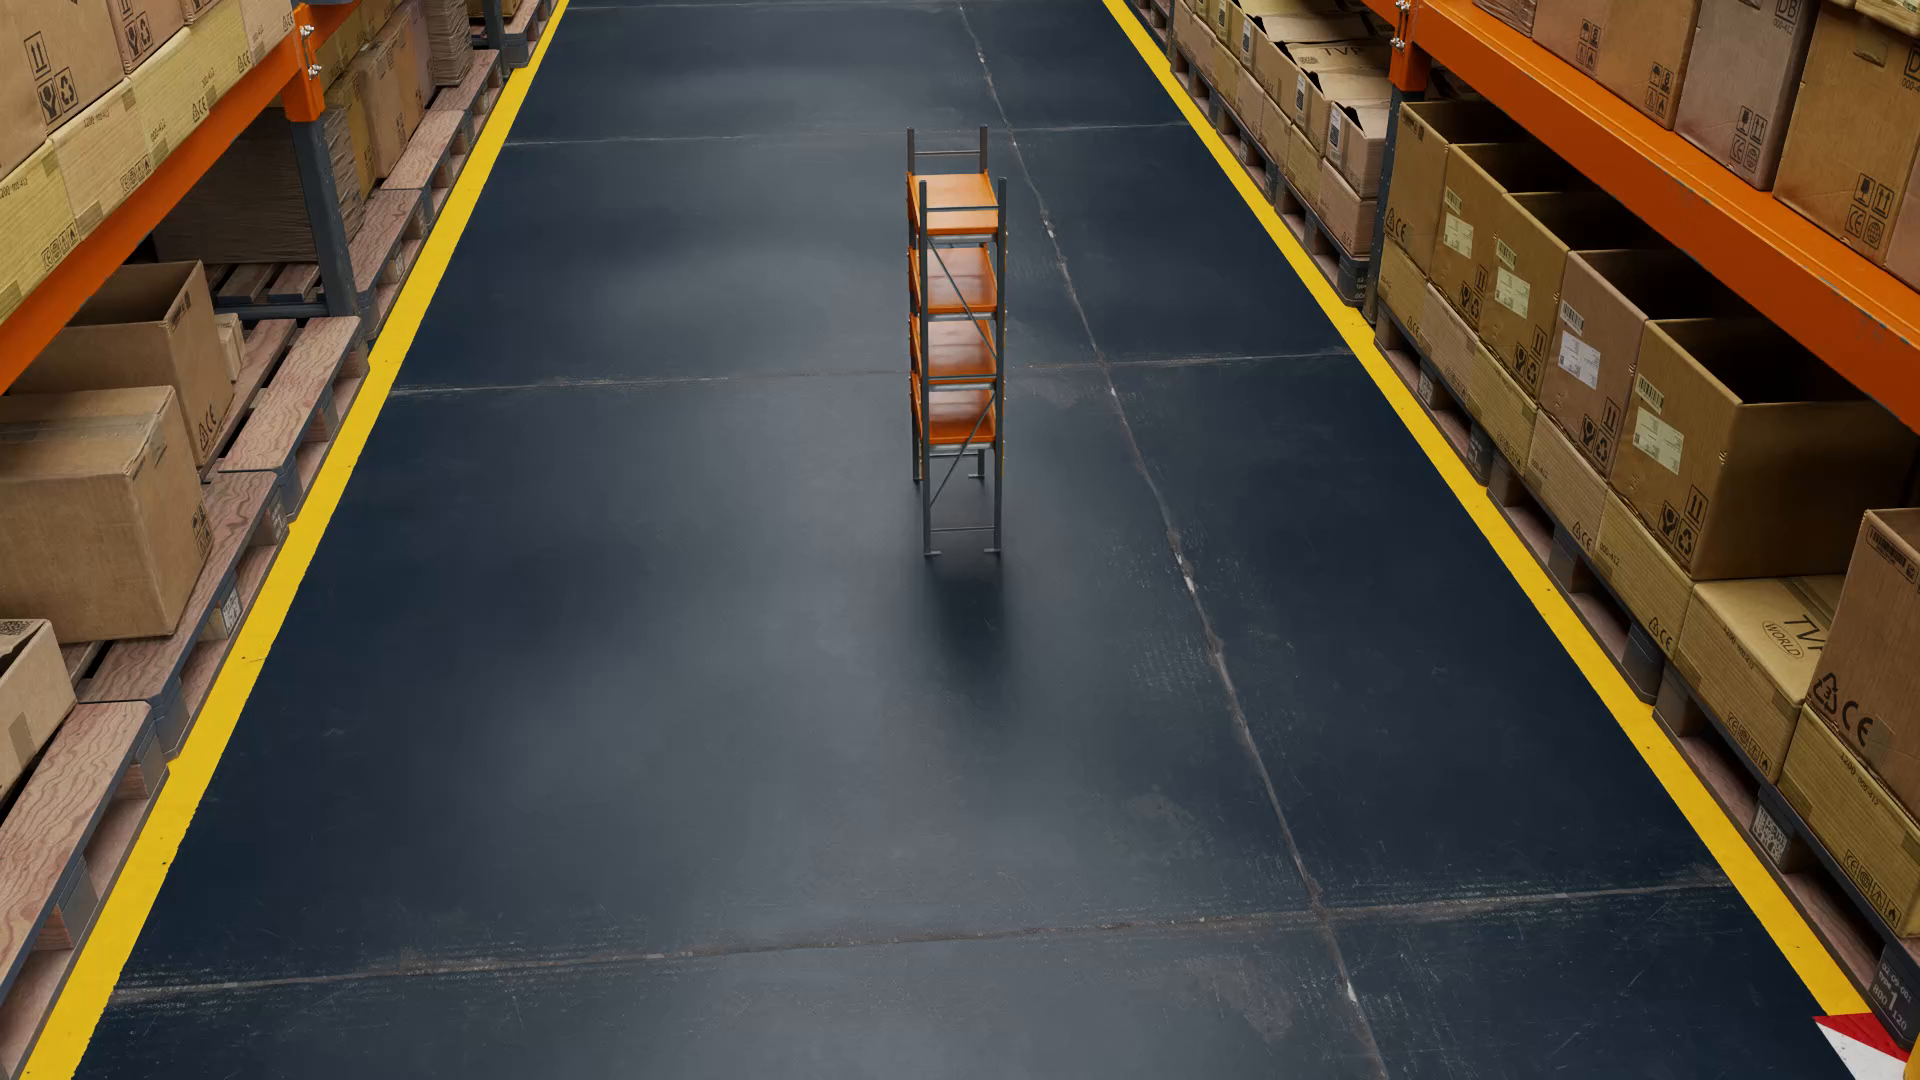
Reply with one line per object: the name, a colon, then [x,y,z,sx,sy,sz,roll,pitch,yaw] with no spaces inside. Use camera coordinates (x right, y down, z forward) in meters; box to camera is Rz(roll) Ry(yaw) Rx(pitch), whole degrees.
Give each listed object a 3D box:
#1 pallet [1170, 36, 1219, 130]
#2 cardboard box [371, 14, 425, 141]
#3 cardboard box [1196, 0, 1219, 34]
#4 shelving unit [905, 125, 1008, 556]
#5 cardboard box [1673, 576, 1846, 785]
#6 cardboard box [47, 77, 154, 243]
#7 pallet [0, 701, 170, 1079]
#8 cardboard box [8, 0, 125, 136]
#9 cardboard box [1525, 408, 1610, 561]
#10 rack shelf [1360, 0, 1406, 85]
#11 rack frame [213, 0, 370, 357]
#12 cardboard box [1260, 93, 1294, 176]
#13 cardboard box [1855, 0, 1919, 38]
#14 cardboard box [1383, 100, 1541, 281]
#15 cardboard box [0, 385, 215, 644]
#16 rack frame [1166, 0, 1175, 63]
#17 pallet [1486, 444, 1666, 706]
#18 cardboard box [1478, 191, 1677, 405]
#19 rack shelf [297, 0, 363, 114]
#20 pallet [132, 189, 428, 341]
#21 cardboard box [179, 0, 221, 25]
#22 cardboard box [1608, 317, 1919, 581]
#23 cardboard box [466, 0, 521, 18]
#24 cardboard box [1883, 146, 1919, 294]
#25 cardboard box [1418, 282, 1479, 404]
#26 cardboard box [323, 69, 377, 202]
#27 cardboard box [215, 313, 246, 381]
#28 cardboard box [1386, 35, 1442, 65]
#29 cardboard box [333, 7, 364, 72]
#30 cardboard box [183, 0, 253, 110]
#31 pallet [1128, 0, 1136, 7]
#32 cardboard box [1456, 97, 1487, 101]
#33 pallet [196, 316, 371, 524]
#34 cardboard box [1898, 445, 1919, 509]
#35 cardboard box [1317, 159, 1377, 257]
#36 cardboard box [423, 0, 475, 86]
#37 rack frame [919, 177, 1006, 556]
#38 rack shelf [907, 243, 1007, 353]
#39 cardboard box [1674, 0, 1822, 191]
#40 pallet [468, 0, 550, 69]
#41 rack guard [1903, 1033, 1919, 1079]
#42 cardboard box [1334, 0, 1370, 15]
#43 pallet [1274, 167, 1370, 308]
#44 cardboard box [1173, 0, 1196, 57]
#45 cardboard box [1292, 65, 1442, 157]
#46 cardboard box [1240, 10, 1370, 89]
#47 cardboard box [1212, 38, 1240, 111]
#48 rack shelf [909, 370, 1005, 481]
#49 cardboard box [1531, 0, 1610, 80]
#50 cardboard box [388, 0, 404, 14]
pallet: [1.807,-2.622,9.434,1.003,0.211,1.213,-3,31,-5]
cardboard box: [-3.037,-2.232,8.070,0.700,0.500,0.500,-3,31,-5]
cardboard box: [1.583,-2.933,8.959,0.500,0.311,0.500,-3,31,-6]
shelving unit: [-0.015,-0.600,5.084,0.258,1.200,0.503,-3,31,-5]
cardboard box: [2.113,0.329,4.046,0.500,0.250,0.500,-3,31,-5]
cardboard box: [-2.294,-0.909,3.974,0.500,0.250,0.500,-2,31,-4]
pallet: [-2.463,0.824,3.664,1.003,0.211,1.213,-3,31,-5]
cardboard box: [-2.299,-1.222,3.766,0.500,0.500,0.500,-2,31,-3]
cardboard box: [2.020,-0.182,4.901,0.500,0.250,0.500,-3,31,-5]
rack shelf: [1.956,-2.911,7.900,1.077,0.370,4.000,-3,31,-5]
rack frame: [-2.789,-1.960,5.606,1.000,3.000,0.127,-3,31,-5]
cardboard box: [1.722,-1.916,7.805,0.500,0.250,0.500,-2,31,-3]
cardboard box: [2.195,-1.191,3.588,0.380,0.149,0.250,-2,31,-3]
cardboard box: [1.874,-1.269,5.990,0.500,0.500,0.500,-3,31,-5]
cardboard box: [-2.462,-0.059,4.432,0.700,0.500,0.500,-5,31,-8]
rack frame: [1.769,-4.241,9.425,1.000,3.000,0.127,-3,31,-5]
pallet: [2.292,0.030,4.993,1.003,0.211,1.213,-3,31,-5]
cardboard box: [1.968,-0.758,5.135,0.500,0.500,0.500,-3,31,-5]
rack shelf: [-2.976,-2.672,7.500,1.077,0.370,4.000,-3,31,-5]
pallet: [-2.863,-1.160,6.986,1.003,0.211,1.213,-3,31,-5]
cardboard box: [-2.385,-1.745,4.641,0.500,0.500,0.500,-3,31,-5]
cardboard box: [2.062,-0.248,4.281,0.500,0.500,0.500,-3,31,-5]
cardboard box: [-3.101,-3.641,10.107,0.750,0.750,0.750,-3,31,-5]
cardboard box: [2.432,-0.707,3.410,0.700,0.500,0.500,-2,31,-3]
cardboard box: [1.926,-0.692,5.755,0.500,0.250,0.500,-3,31,-5]
cardboard box: [-2.973,-1.712,7.199,0.700,0.500,0.500,-3,31,-6]
cardboard box: [-2.709,-0.661,5.765,0.380,0.166,0.250,-7,32,-11]
cardboard box: [2.261,-2.183,7.704,0.500,0.311,0.500,-4,31,-6]
cardboard box: [-2.971,-2.263,7.390,0.500,0.250,0.500,-4,31,-6]
cardboard box: [-2.405,-1.422,4.832,0.500,0.250,0.500,-3,31,-4]
pallet: [1.626,-4.048,11.822,1.003,0.211,1.213,-3,31,-5]
cardboard box: [2.352,-1.663,6.833,0.500,0.311,0.500,-3,31,-4]
pallet: [-2.691,-0.421,5.750,1.003,0.211,1.213,-3,31,-5]
cardboard box: [2.580,-0.273,4.322,0.500,0.500,0.500,-3,31,-5]
cardboard box: [1.815,-1.397,6.935,0.500,0.250,0.500,-3,31,-5]
cardboard box: [-3.044,-2.753,8.942,0.700,0.500,0.500,-2,31,-4]
rack frame: [0.007,-0.475,4.875,0.240,1.200,0.015,-3,31,-5]
rack shelf: [-0.015,-0.734,5.004,0.258,0.148,0.480,-3,31,-5]
cardboard box: [2.338,-1.229,4.285,0.700,0.500,0.500,-2,31,-3]
pallet: [-3.161,-3.211,10.420,1.003,0.211,1.213,-3,31,-5]
rack guard: [2.519,0.929,3.208,1.175,0.500,0.348,-3,31,-5]
cardboard box: [2.163,-2.703,8.576,0.500,0.311,0.500,-3,31,-5]
pallet: [2.035,-1.376,7.348,1.003,0.211,1.213,-3,31,-5]
cardboard box: [1.525,-2.960,9.552,0.500,0.250,0.500,-3,31,-5]
cardboard box: [1.765,-1.898,7.227,0.500,0.311,0.500,-2,31,-3]
cardboard box: [1.677,-2.410,8.084,0.500,0.311,0.500,-3,31,-5]
cardboard box: [1.628,-2.438,8.678,0.500,0.250,0.500,-4,31,-6]
rack shelf: [-0.015,-0.371,5.220,0.258,0.148,0.480,-3,31,-5]
cardboard box: [2.246,-1.747,5.152,0.700,0.500,0.500,-3,31,-5]
cardboard box: [-3.053,-2.781,8.257,0.500,0.250,0.500,-2,31,-4]
